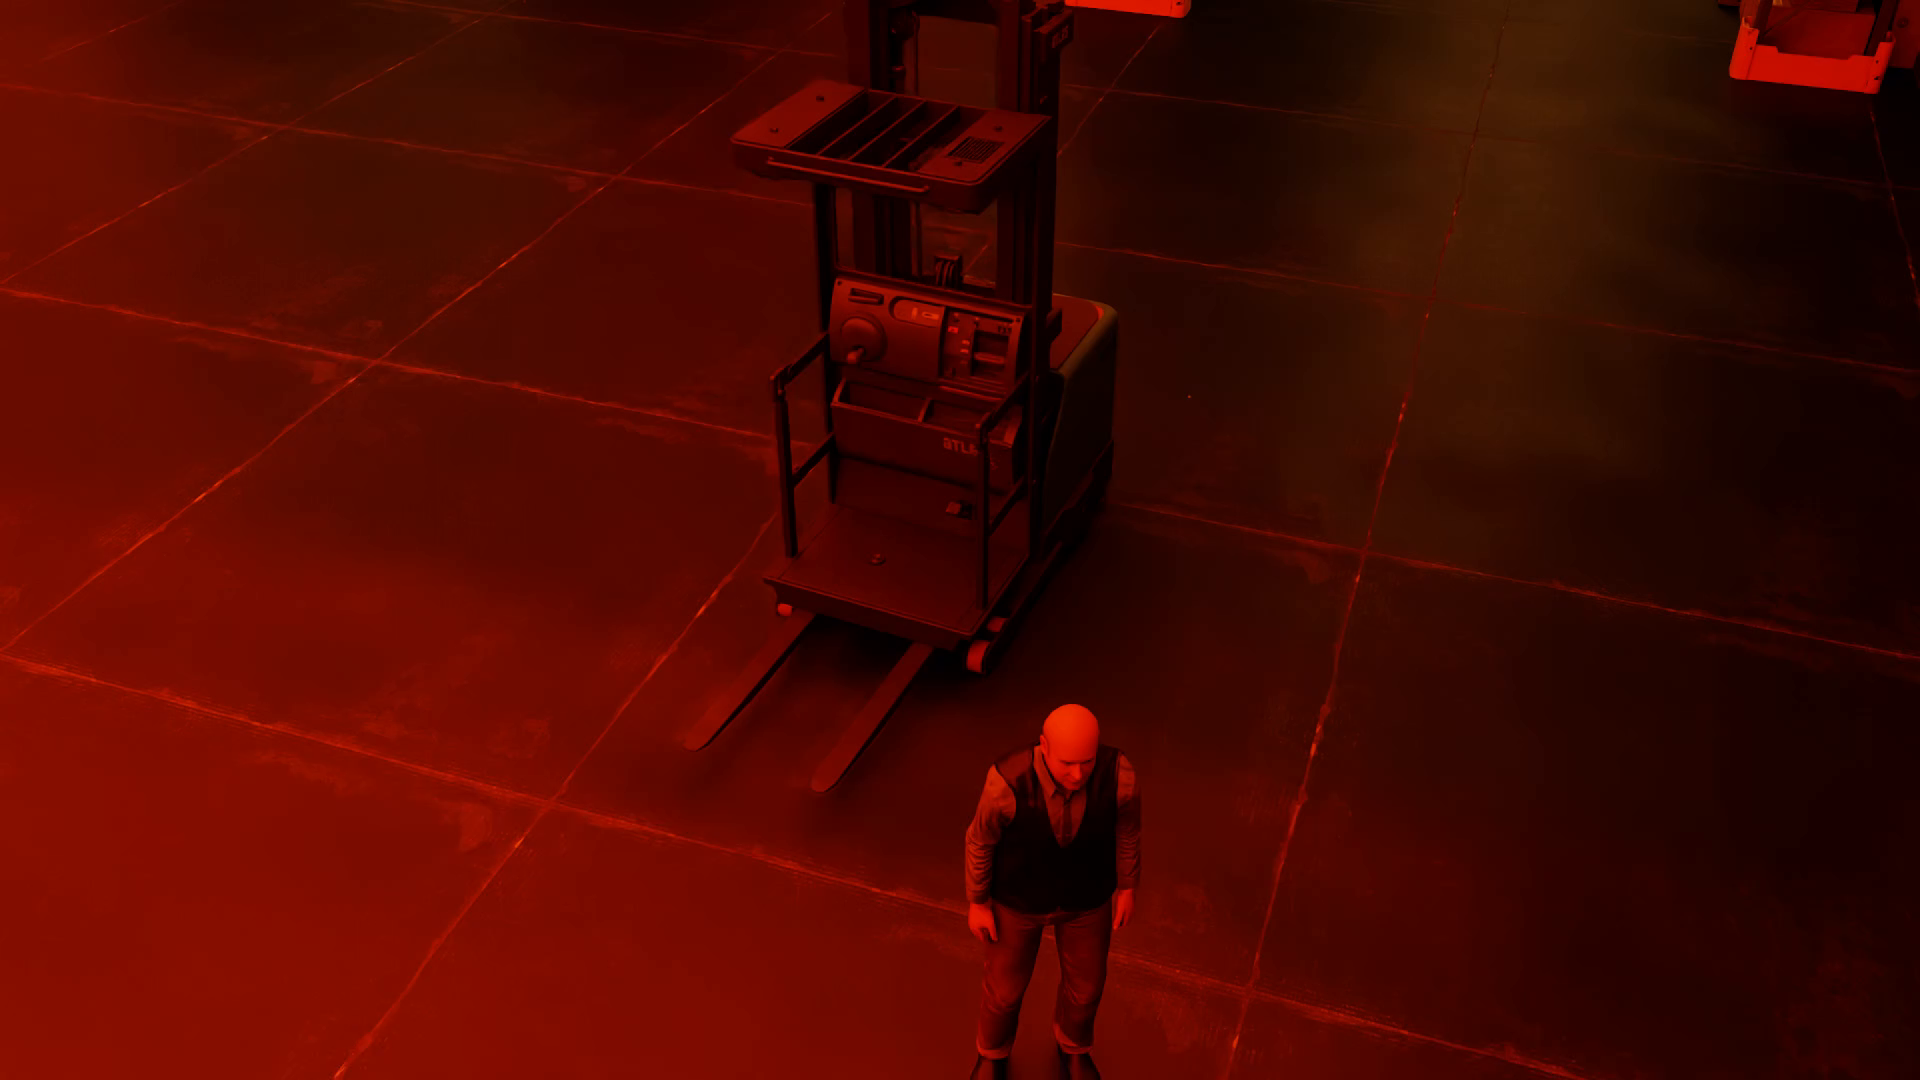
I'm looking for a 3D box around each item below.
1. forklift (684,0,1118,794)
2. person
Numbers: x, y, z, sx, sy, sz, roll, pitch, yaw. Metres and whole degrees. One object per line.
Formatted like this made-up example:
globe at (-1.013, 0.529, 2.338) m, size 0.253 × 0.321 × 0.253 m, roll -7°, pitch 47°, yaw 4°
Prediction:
forklift at (-0.244, -0.855, 7.317) m, size 1.130 × 2.935 × 3.031 m, roll 15°, pitch 38°, yaw 20°
person at (0.302, 1.174, 5.503) m, size 0.588 × 1.720 × 0.427 m, roll -4°, pitch 36°, yaw -6°
